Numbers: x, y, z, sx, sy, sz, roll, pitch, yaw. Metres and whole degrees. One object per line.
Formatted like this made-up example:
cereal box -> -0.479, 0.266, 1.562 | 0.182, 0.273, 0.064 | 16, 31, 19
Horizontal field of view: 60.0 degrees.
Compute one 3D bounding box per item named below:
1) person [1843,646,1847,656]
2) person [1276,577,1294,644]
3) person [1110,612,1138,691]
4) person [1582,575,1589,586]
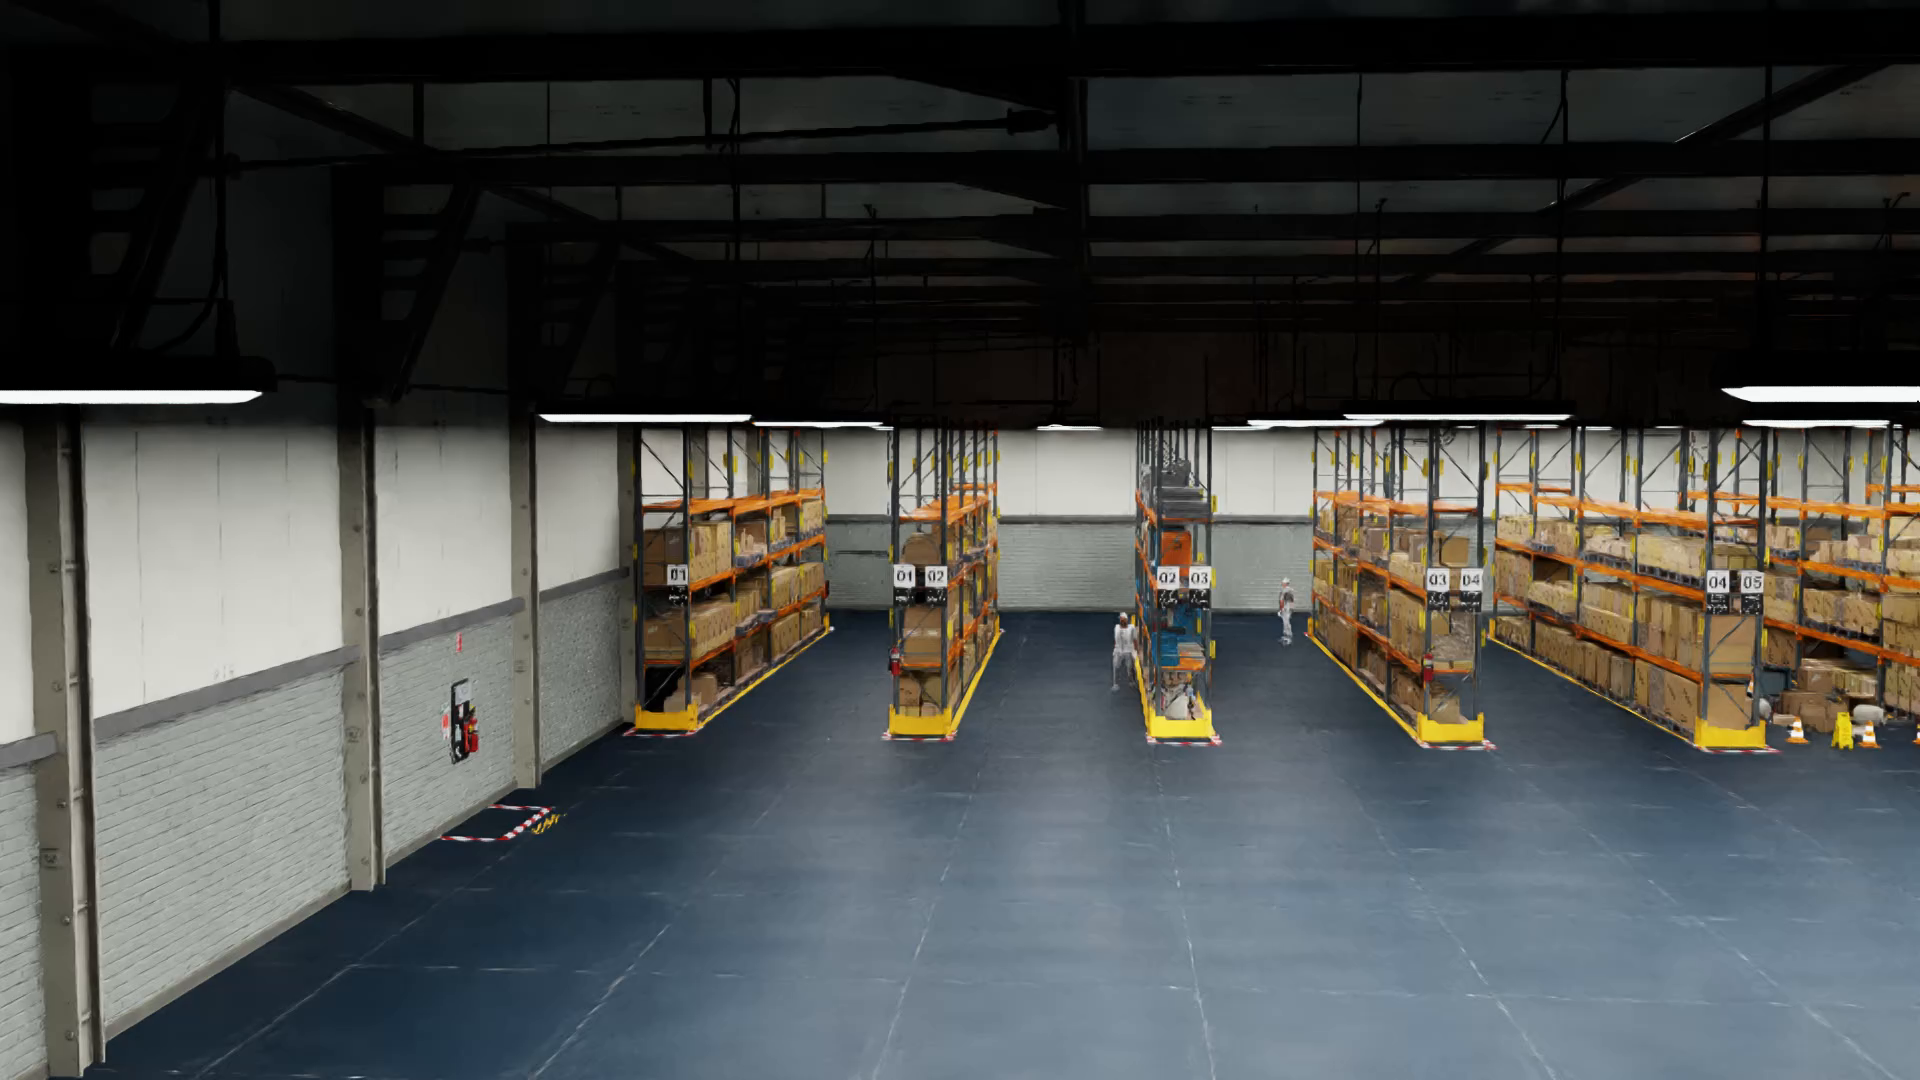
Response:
person -> 22.367, 2.112, 42.459 | 0.558, 1.650, 0.571 | 2, 4, 27
person -> 8.749, 1.891, 44.793 | 0.577, 1.785, 0.650 | 3, 5, 35
person -> 3.650, 2.455, 36.774 | 0.591, 1.744, 0.951 | 1, 4, 21
person -> 17.815, 1.809, 47.298 | 0.677, 1.658, 0.497 | -2, 4, -22
